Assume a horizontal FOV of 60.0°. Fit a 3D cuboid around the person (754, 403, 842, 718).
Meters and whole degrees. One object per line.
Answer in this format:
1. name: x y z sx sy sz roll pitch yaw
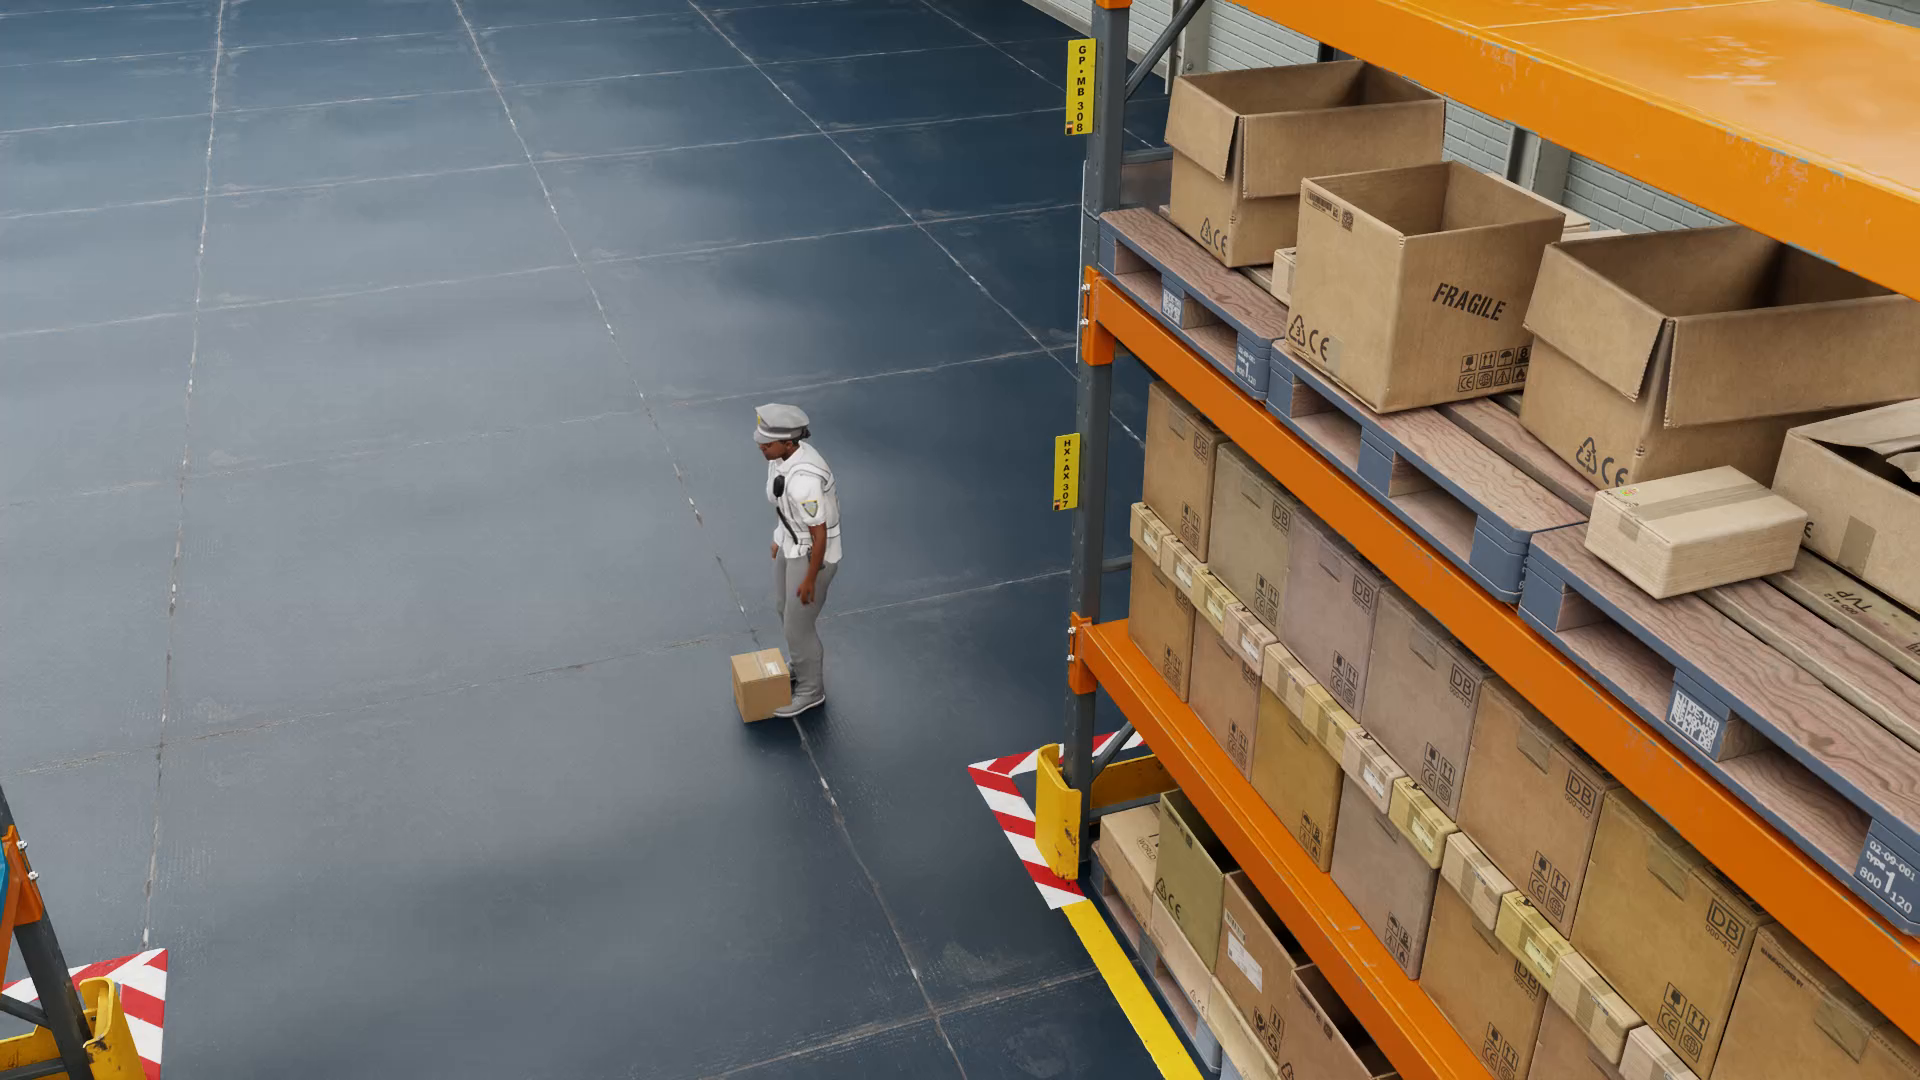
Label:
1. person: -0.808 0.085 8.186 0.420 1.664 0.531 -12 32 -20
